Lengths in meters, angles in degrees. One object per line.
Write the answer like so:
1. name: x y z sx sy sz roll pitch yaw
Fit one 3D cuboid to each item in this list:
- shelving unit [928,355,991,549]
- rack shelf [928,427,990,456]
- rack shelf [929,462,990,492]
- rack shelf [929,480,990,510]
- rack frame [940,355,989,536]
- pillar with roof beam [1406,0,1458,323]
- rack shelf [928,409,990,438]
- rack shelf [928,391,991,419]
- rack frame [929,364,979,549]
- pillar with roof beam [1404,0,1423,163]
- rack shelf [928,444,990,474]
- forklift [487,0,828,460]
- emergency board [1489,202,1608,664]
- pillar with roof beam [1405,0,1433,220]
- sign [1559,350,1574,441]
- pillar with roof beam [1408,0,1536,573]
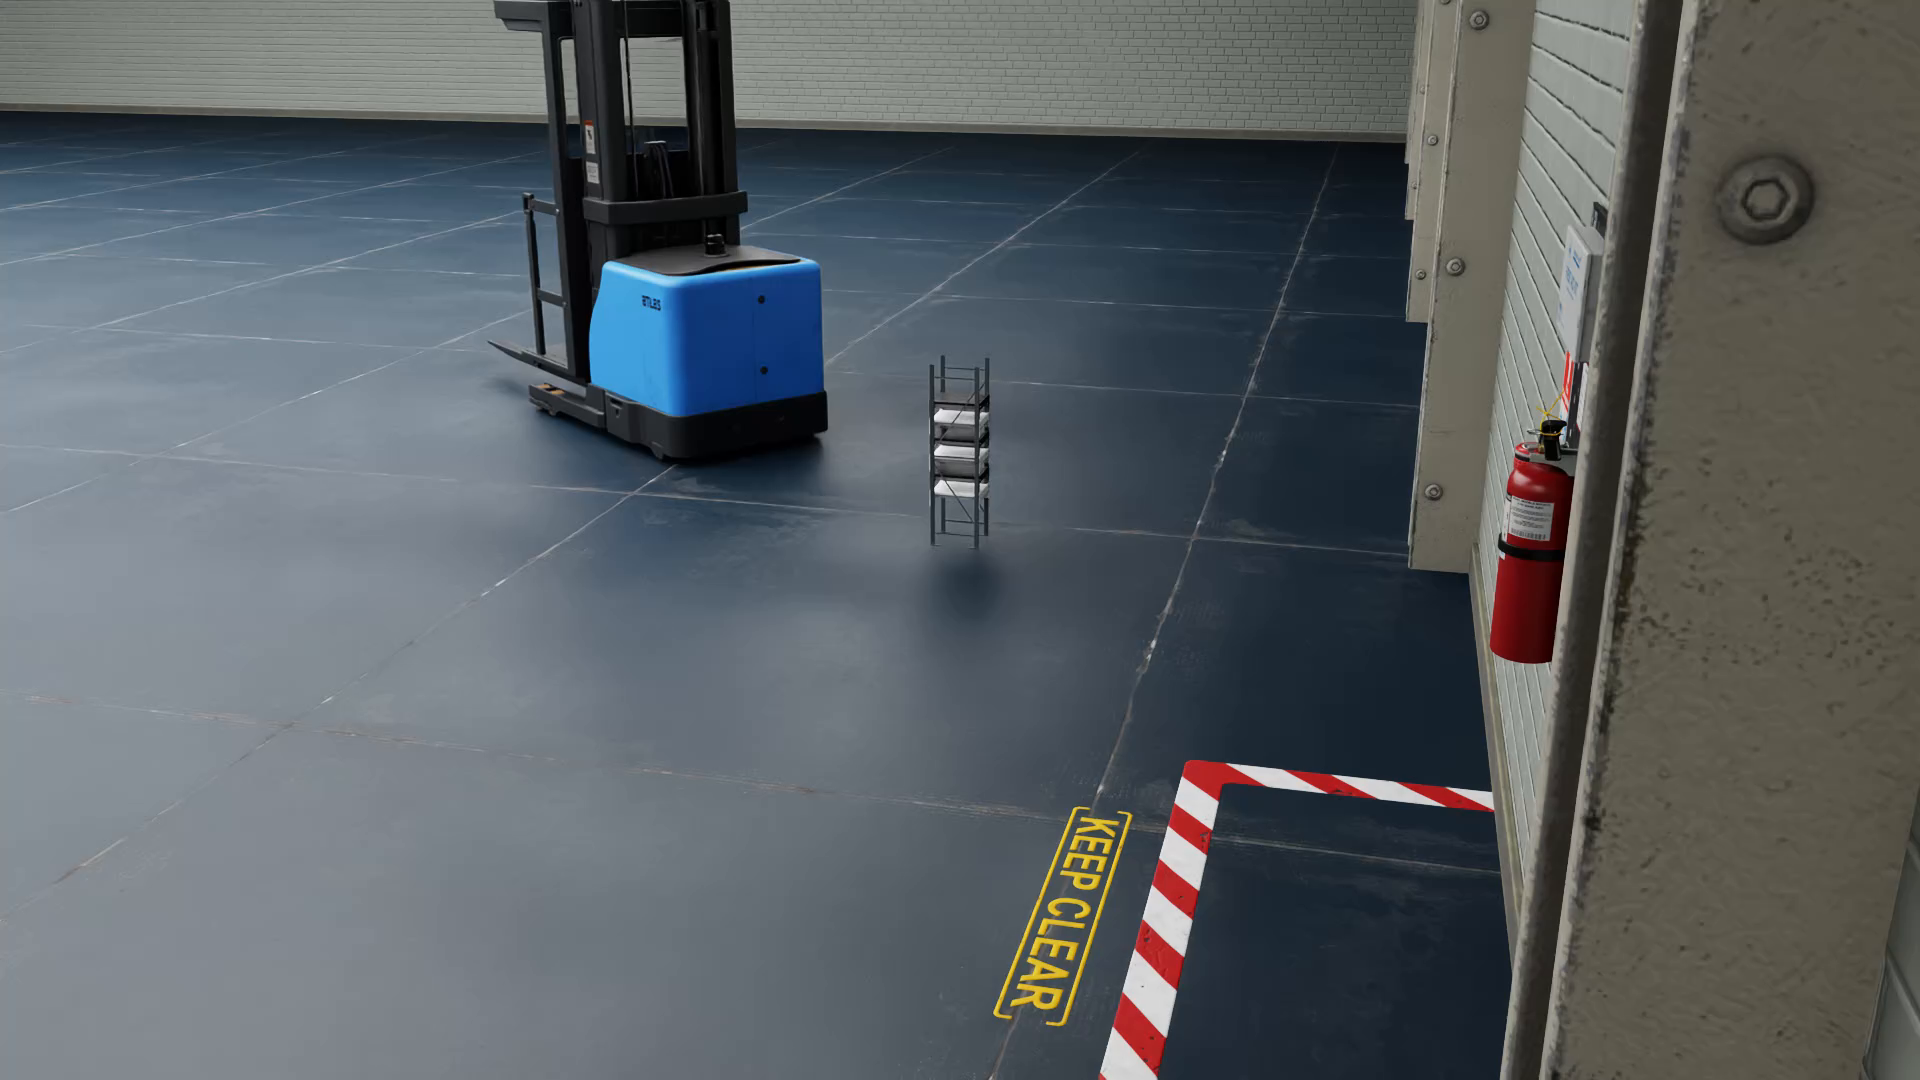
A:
1. shelving unit: -0.002 -0.423 8.035 0.258 0.900 0.210 5 19 13
2. rack shelf: -0.002 -0.477 8.016 0.258 0.077 0.200 5 19 13
3. rack shelf: -0.002 -0.307 8.075 0.258 0.077 0.200 5 19 13
4. rack shelf: -0.002 -0.221 8.104 0.258 0.077 0.200 5 19 13
5. rack frame: 0.023 -0.455 8.128 0.240 0.900 0.006 5 19 13
6. pillar with roof beam: -0.408 -6.395 12.990 9.100 9.000 0.400 5 19 13
7. rack shelf: -0.002 -0.562 7.987 0.258 0.077 0.200 5 19 13
8. rack shelf: -0.002 -0.647 7.958 0.258 0.077 0.200 5 19 13
9. rack frame: -0.027 -0.391 7.941 0.240 0.900 0.006 5 19 13
10. pillar with roof beam: 2.524 -10.157 24.001 9.100 9.000 0.400 5 19 13
11. rack shelf: -0.002 -0.392 8.045 0.258 0.077 0.200 5 19 13
12. forklift: -2.093 -2.252 10.246 1.130 2.935 3.031 -14 23 -36
13. emergency board: 1.475 -0.227 4.211 0.194 1.169 0.643 5 19 13
14. pillar with roof beam: 1.058 -8.276 18.496 9.100 9.000 0.400 5 19 13
15. sign: 1.710 -0.409 4.689 0.001 0.329 0.234 5 19 13
16. pillar with roof beam: -1.874 -4.515 7.484 9.100 9.000 0.400 5 19 13
